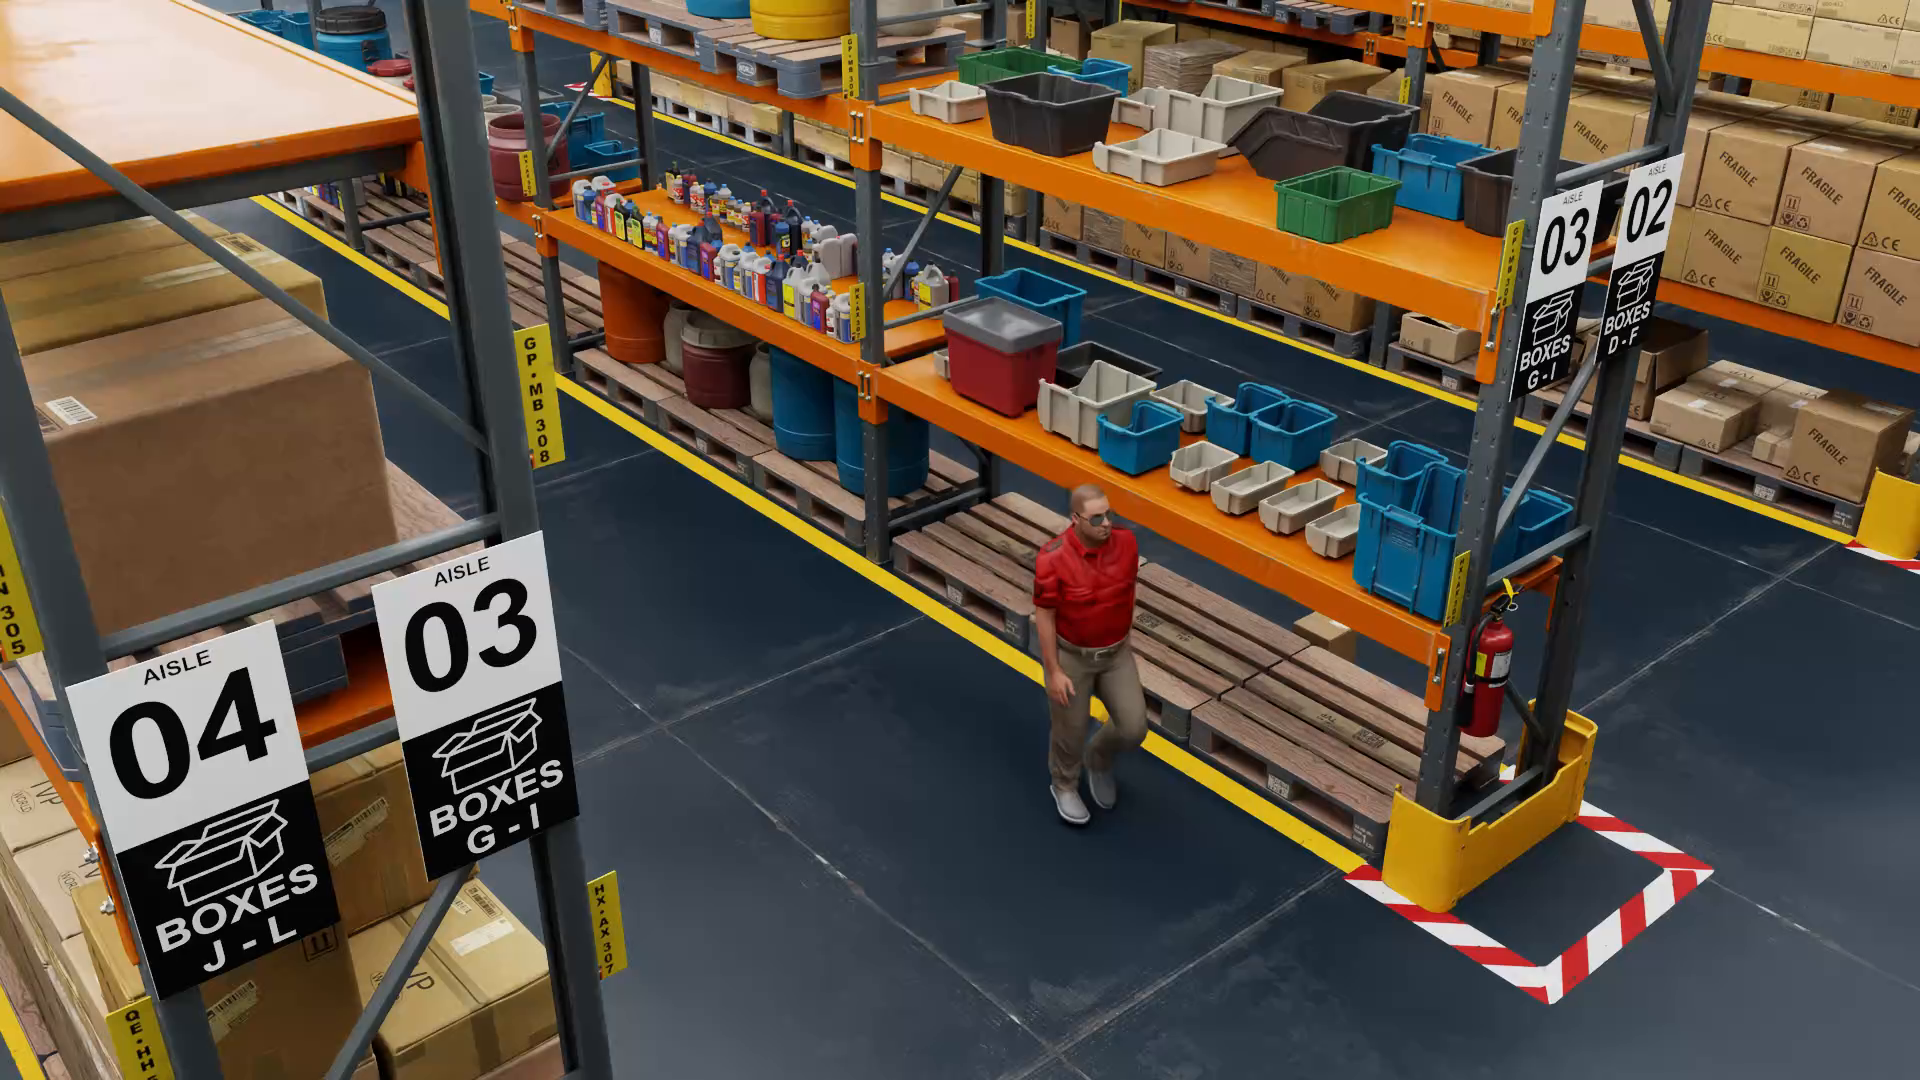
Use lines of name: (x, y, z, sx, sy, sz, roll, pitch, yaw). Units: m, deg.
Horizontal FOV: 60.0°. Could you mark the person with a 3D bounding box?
person: (0.595, 0.552, 7.587, 0.544, 1.758, 0.443, -11, 30, -20)
